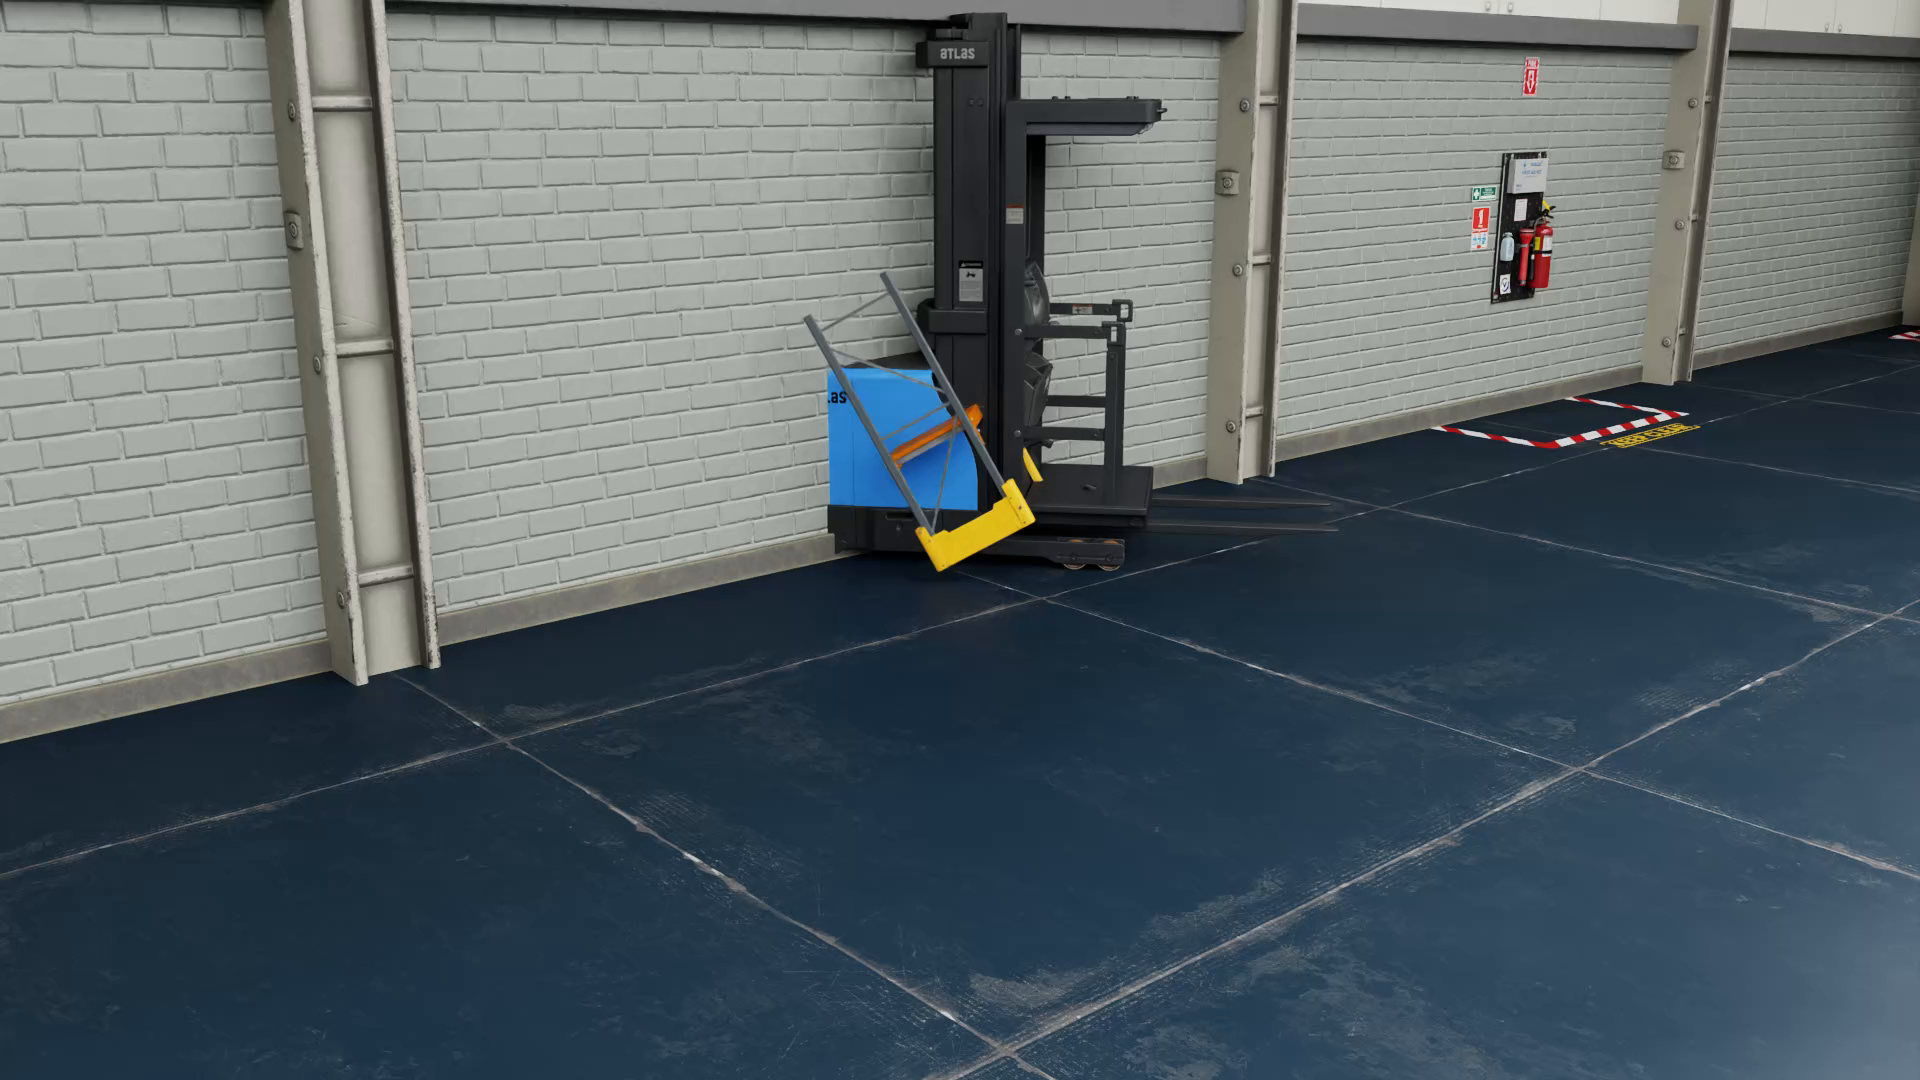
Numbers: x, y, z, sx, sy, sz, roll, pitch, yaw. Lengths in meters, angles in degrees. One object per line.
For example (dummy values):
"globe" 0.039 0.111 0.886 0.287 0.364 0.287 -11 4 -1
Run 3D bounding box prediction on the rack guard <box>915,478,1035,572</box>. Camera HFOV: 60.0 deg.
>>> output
"rack guard" 0.078 -0.078 8.738 0.587 0.250 0.087 -28 8 11

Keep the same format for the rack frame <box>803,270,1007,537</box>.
"rack frame" -0.227 -0.613 8.632 0.500 1.500 0.032 -28 8 11

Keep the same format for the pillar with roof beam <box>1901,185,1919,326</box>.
"pillar with roof beam" 13.788 -5.978 14.694 0.400 9.000 9.100 -13 19 -39

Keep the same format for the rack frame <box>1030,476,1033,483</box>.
"rack frame" -0.122 -0.831 9.620 0.500 1.500 0.032 -28 8 11

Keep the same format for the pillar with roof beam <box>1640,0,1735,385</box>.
"pillar with roof beam" 9.262 -4.962 10.889 0.400 9.000 9.100 -13 19 -39

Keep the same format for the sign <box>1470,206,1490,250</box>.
"sign" 4.062 -2.434 12.981 0.234 0.329 0.001 -13 19 -39

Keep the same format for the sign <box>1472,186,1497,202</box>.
"sign" 4.071 -2.689 12.909 0.331 0.109 0.001 -13 19 -39

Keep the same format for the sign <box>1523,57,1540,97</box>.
"sign" 4.475 -3.628 13.029 0.199 0.298 0.001 -13 19 -39

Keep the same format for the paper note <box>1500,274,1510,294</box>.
"paper note" 4.368 -2.048 13.313 0.142 0.148 0.016 -13 19 -39

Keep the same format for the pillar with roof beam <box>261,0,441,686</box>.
"pillar with roof beam" 0.209 -2.929 3.278 0.400 9.000 9.100 -13 19 -39

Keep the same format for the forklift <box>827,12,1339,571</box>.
"forklift" 0.617 -1.393 9.285 3.031 2.935 1.130 2 15 8

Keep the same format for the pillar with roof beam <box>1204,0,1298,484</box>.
"pillar with roof beam" 4.736 -3.945 7.083 0.400 9.000 9.100 -13 19 -39

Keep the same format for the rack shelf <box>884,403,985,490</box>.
"rack shelf" -0.088 -0.567 9.151 0.538 0.185 1.000 -28 8 11

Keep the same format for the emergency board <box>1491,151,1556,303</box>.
"emergency board" 4.547 -2.490 13.261 0.643 1.169 0.194 -13 19 -39

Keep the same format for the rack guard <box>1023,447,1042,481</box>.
"rack guard" 0.180 -0.291 9.705 0.587 0.250 0.087 -28 8 11

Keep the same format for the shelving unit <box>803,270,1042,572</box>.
"shelving unit" -0.174 -0.724 9.135 0.587 1.500 1.083 -28 8 11
